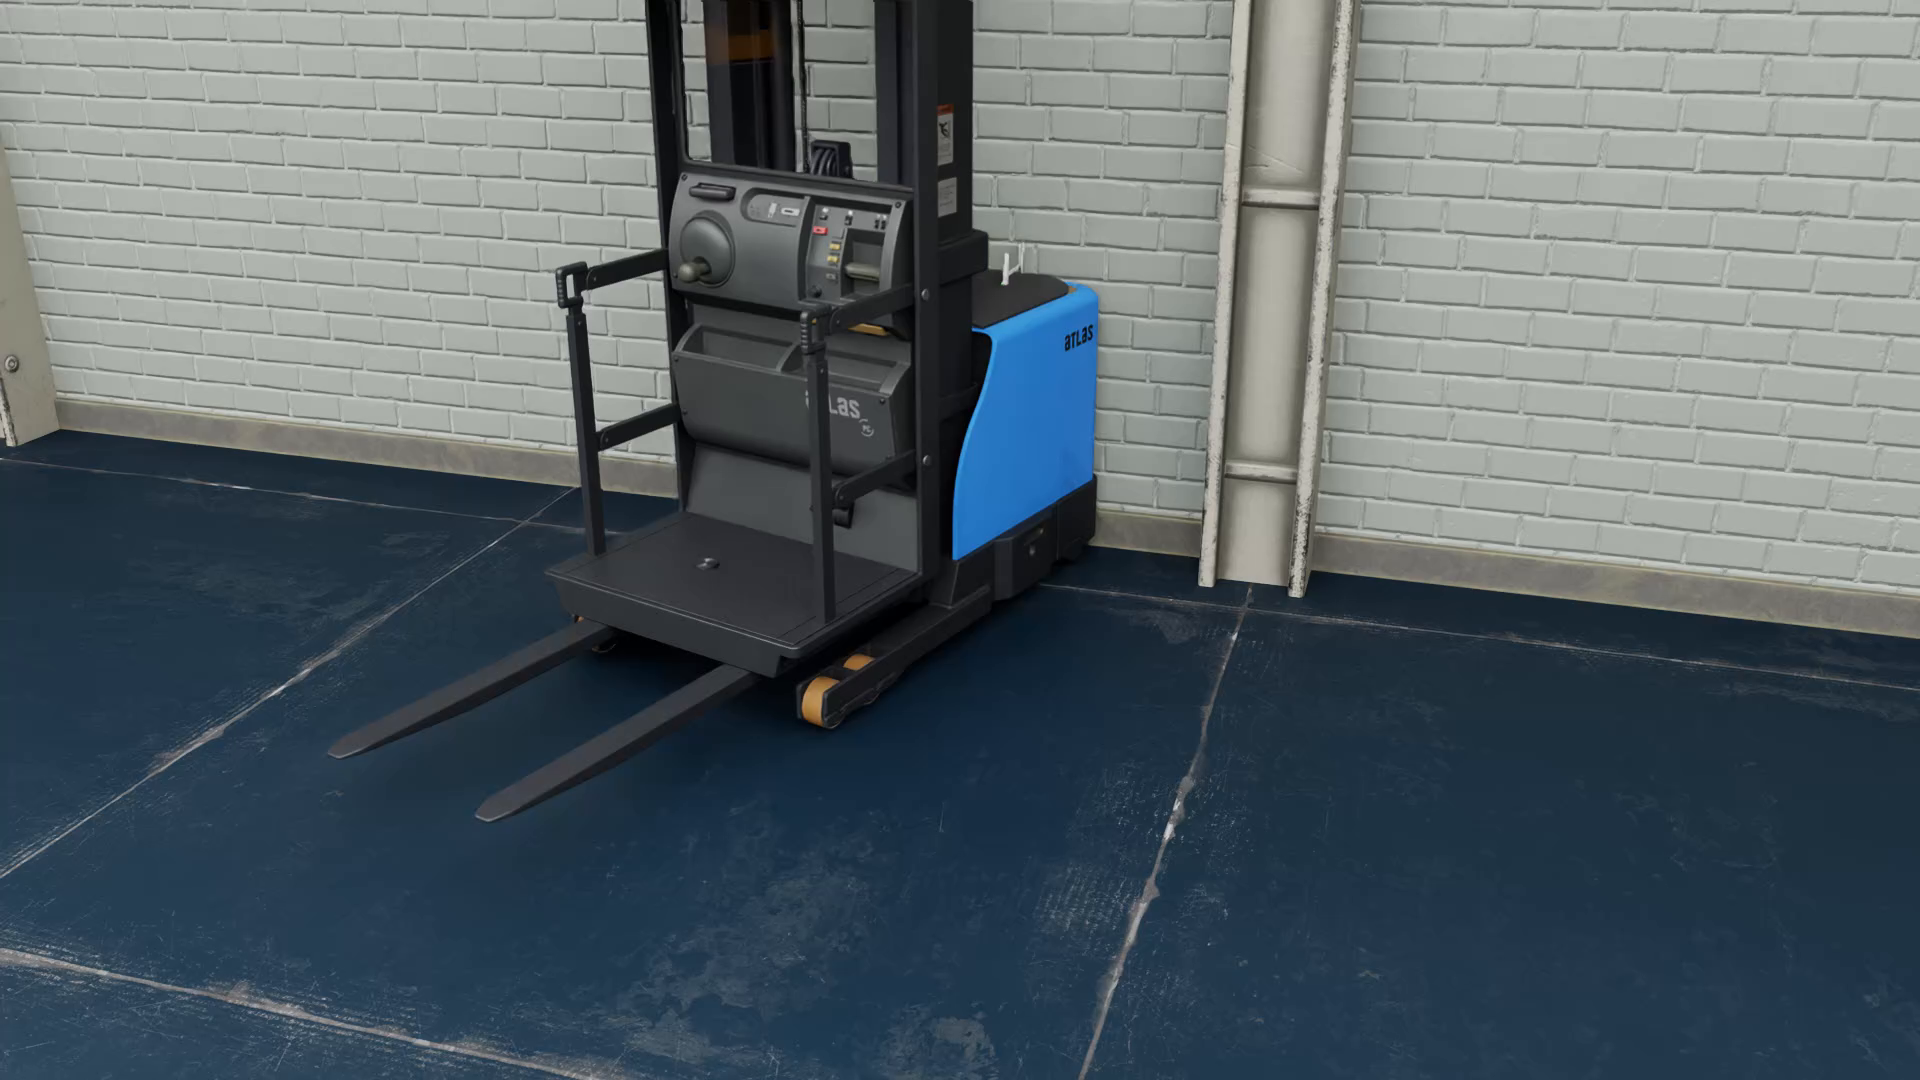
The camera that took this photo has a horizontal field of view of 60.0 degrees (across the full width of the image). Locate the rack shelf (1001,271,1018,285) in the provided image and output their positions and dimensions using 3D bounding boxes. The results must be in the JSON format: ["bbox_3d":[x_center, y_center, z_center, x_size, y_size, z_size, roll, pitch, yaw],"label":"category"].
[{"bbox_3d":[-0.037,-0.960,6.381,0.480,0.148,0.258,9,21,15],"label":"rack shelf"}]

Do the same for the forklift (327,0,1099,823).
[{"bbox_3d":[-0.688,-0.958,5.243,1.130,2.935,3.031,14,26,31],"label":"forklift"}]

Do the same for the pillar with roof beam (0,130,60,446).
[{"bbox_3d":[-5.845,-3.118,2.513,0.400,9.000,9.100,7,23,16],"label":"pillar with roof beam"}]

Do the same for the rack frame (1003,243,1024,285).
[{"bbox_3d":[0.175,-0.535,6.465,0.015,1.200,0.240,9,21,15],"label":"rack frame"}]

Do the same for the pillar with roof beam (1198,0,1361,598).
[{"bbox_3d":[-0.101,-2.460,0.910,0.400,9.000,9.100,7,23,16],"label":"pillar with roof beam"}]

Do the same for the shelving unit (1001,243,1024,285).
[{"bbox_3d":[-0.058,-0.571,6.527,0.503,1.200,0.258,9,21,15],"label":"shelving unit"}]
